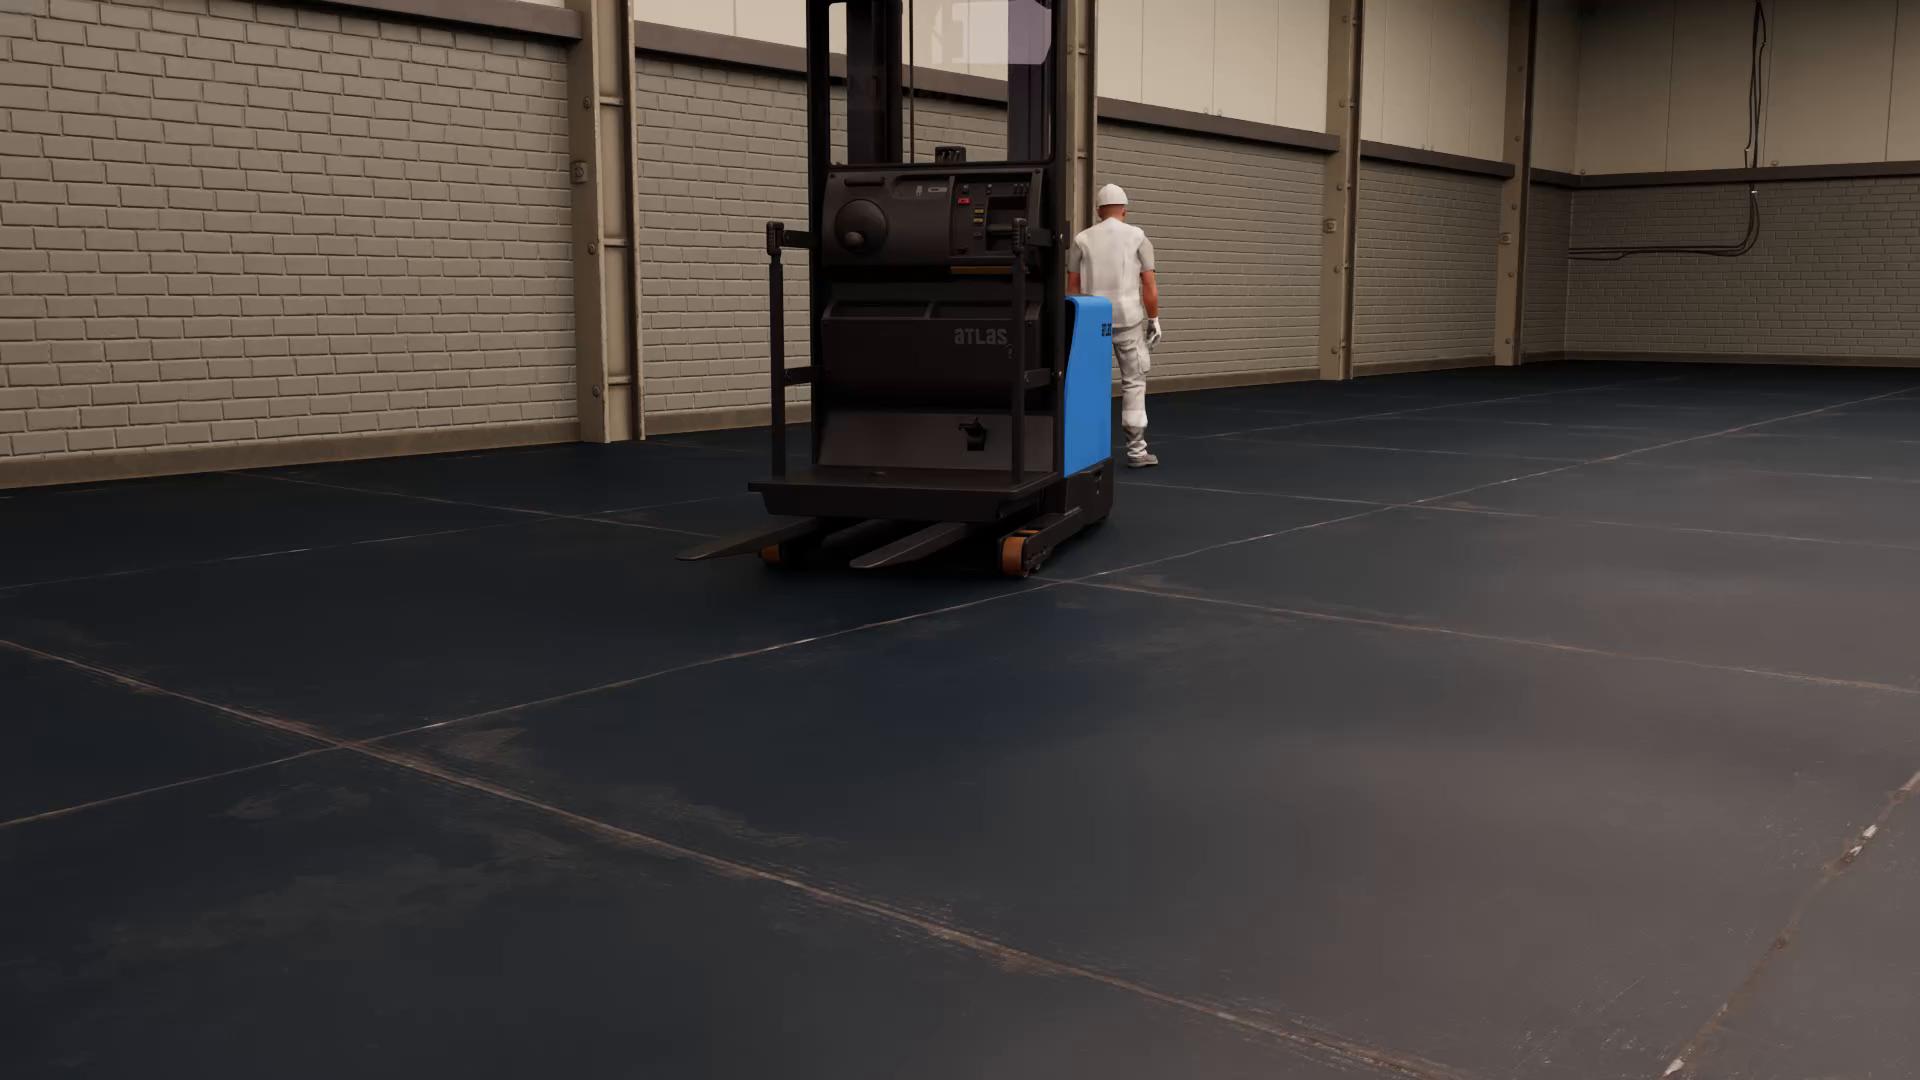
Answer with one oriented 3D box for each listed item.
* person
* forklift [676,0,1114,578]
[{"bbox_3d":[0.967,-1.354,10.532,0.614,1.778,0.453,2,9,15],"label":"person"},{"bbox_3d":[-0.176,-1.366,6.616,1.130,2.935,3.031,3,9,17],"label":"forklift"}]
